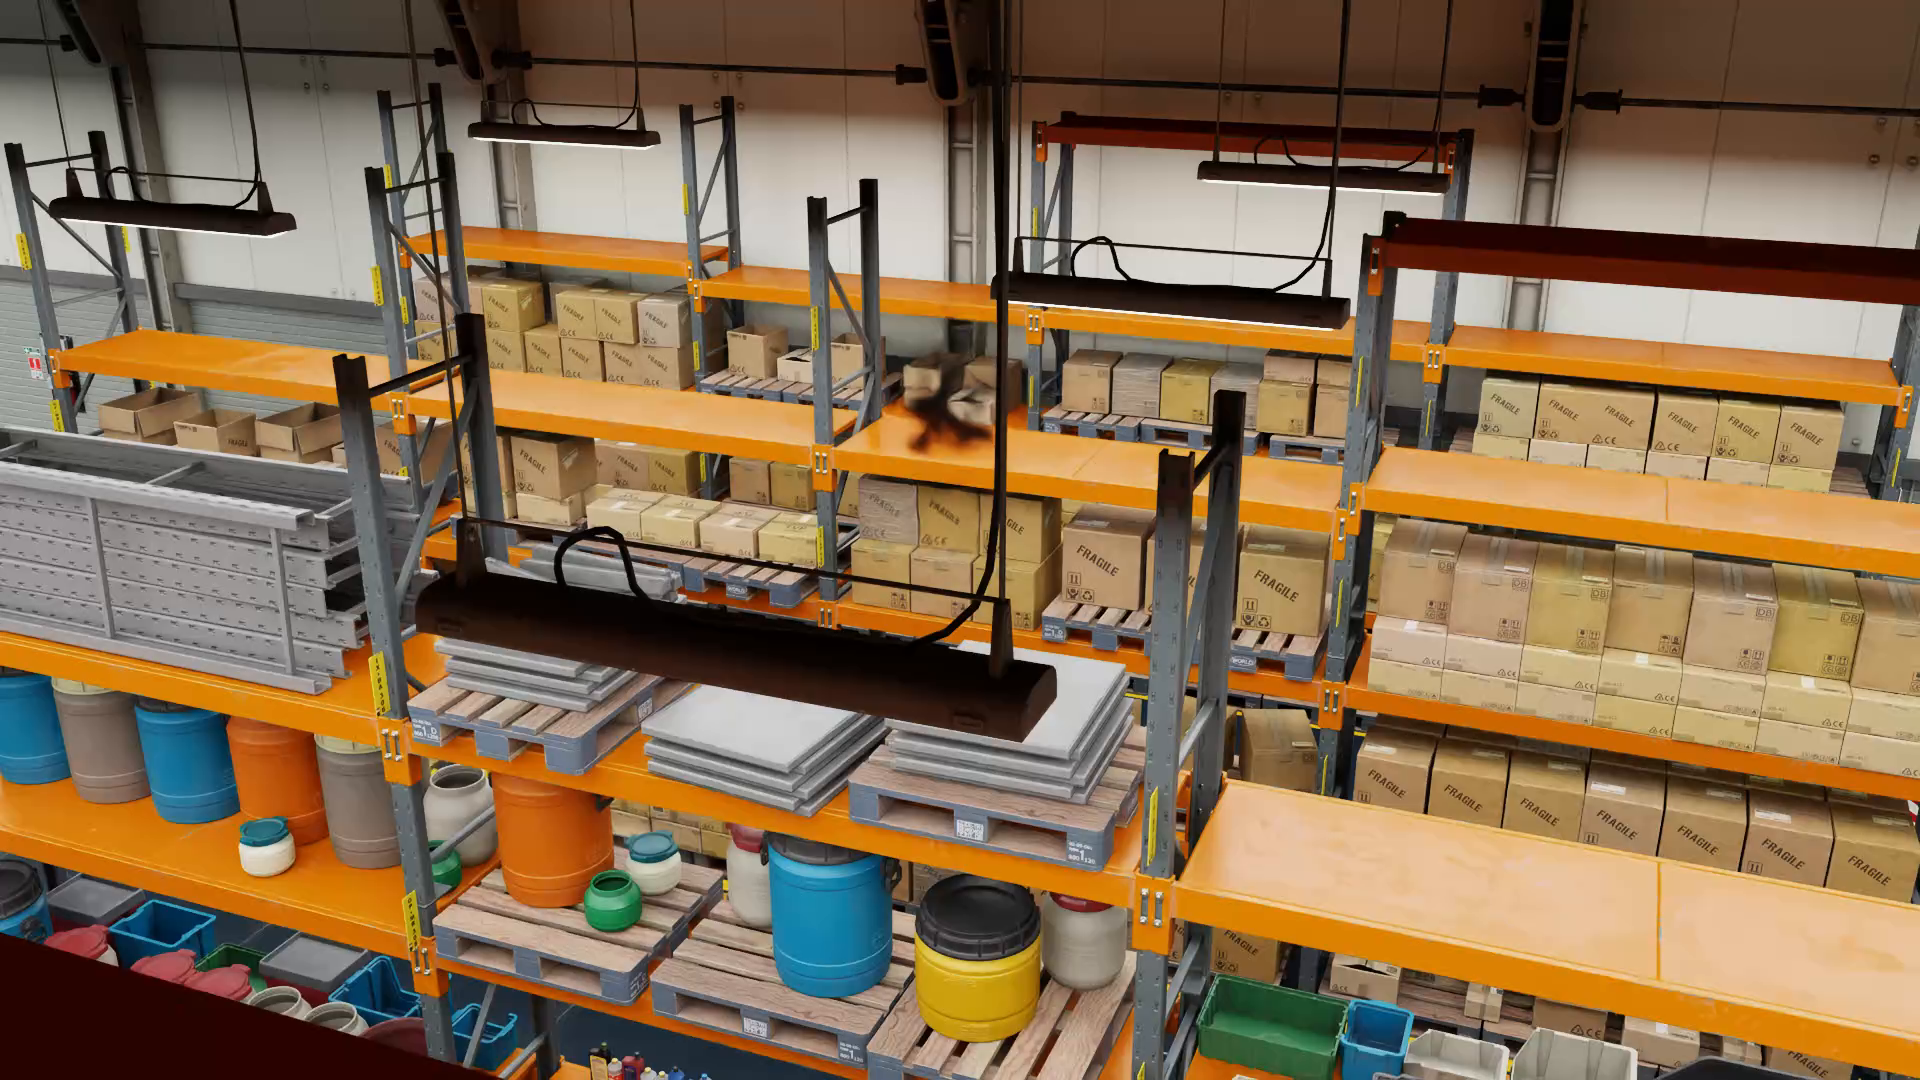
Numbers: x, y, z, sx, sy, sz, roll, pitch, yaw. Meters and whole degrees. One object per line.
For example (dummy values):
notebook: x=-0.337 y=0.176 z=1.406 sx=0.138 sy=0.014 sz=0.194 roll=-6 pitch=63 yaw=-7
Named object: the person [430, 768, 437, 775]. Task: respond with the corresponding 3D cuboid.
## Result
person: x=-4.084 y=2.592 z=13.162 sx=0.605 sy=1.722 sz=0.736 roll=6 pitch=22 yaw=15
